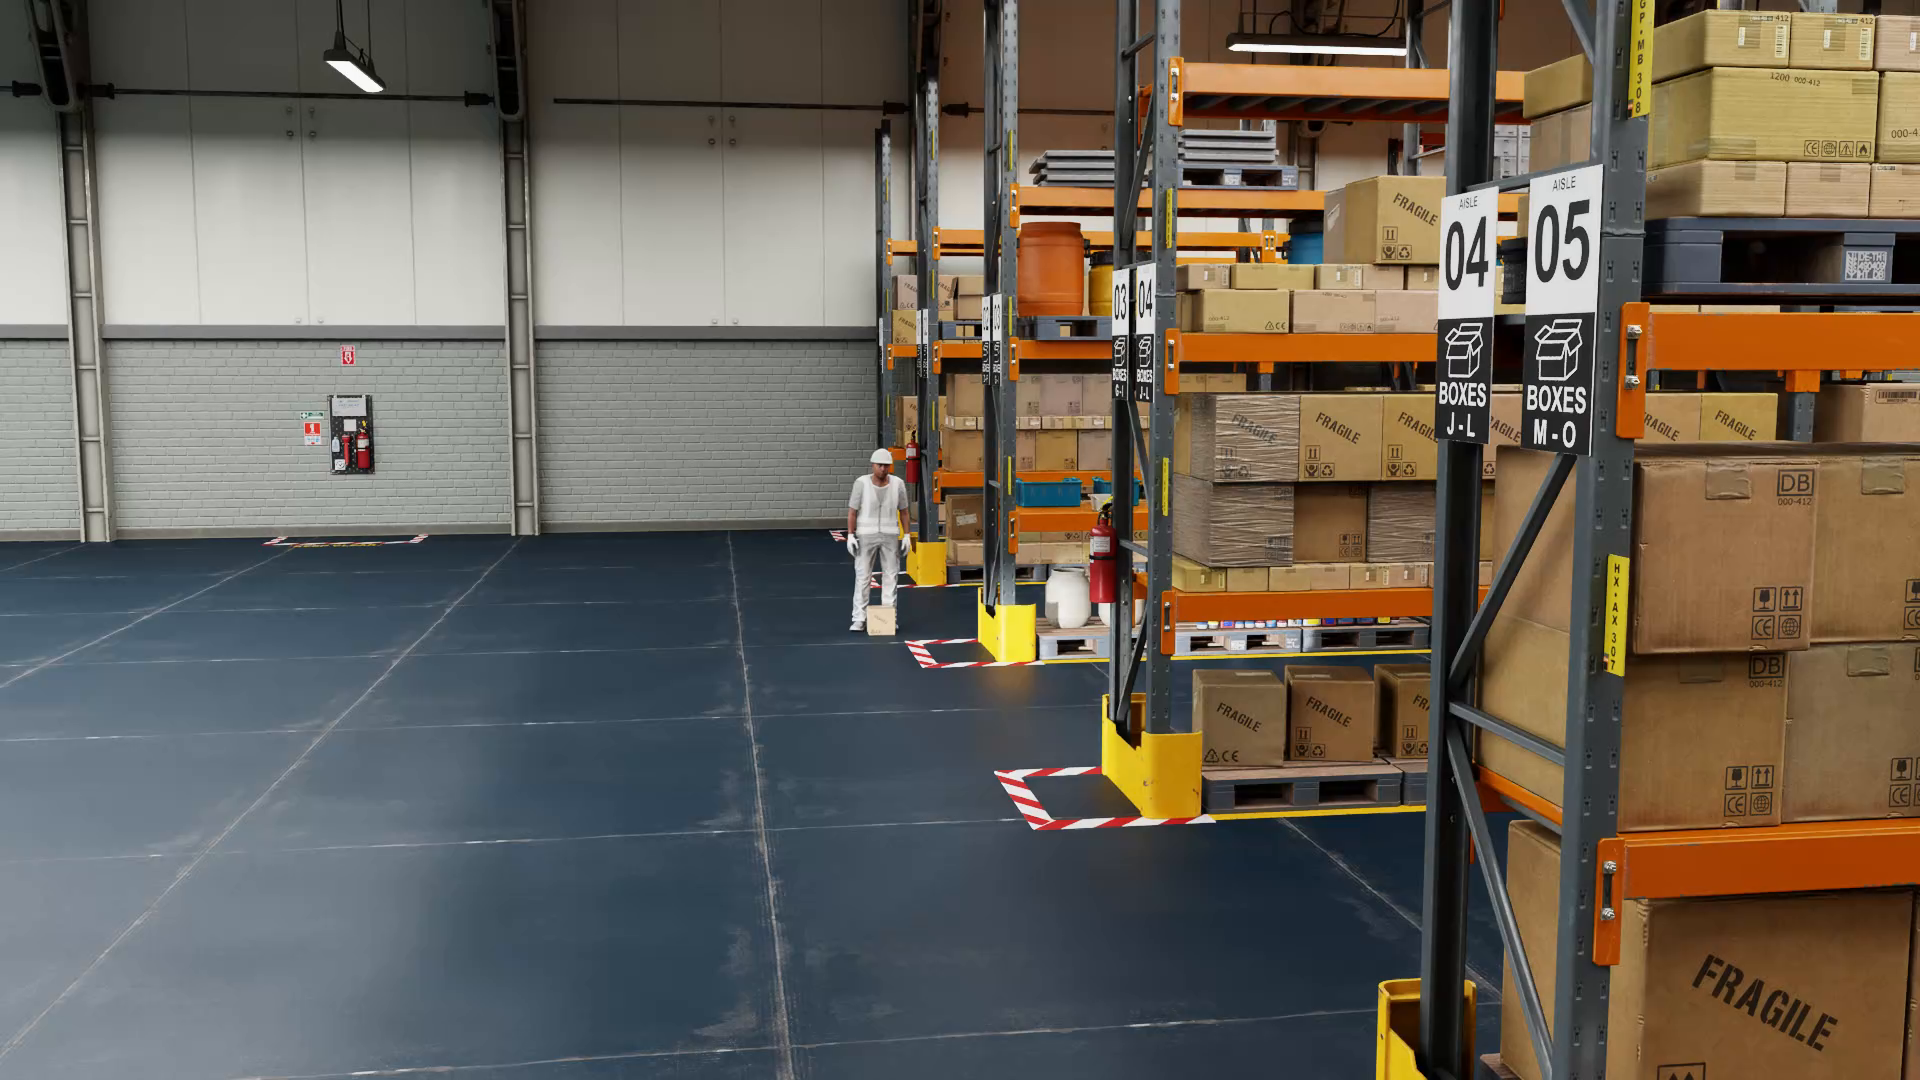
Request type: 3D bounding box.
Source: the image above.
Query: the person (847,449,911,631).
[{"bbox_3d":[-0.789,-0.007,16.218,0.629,1.775,0.445,-1,6,-10],"label":"person"}]
